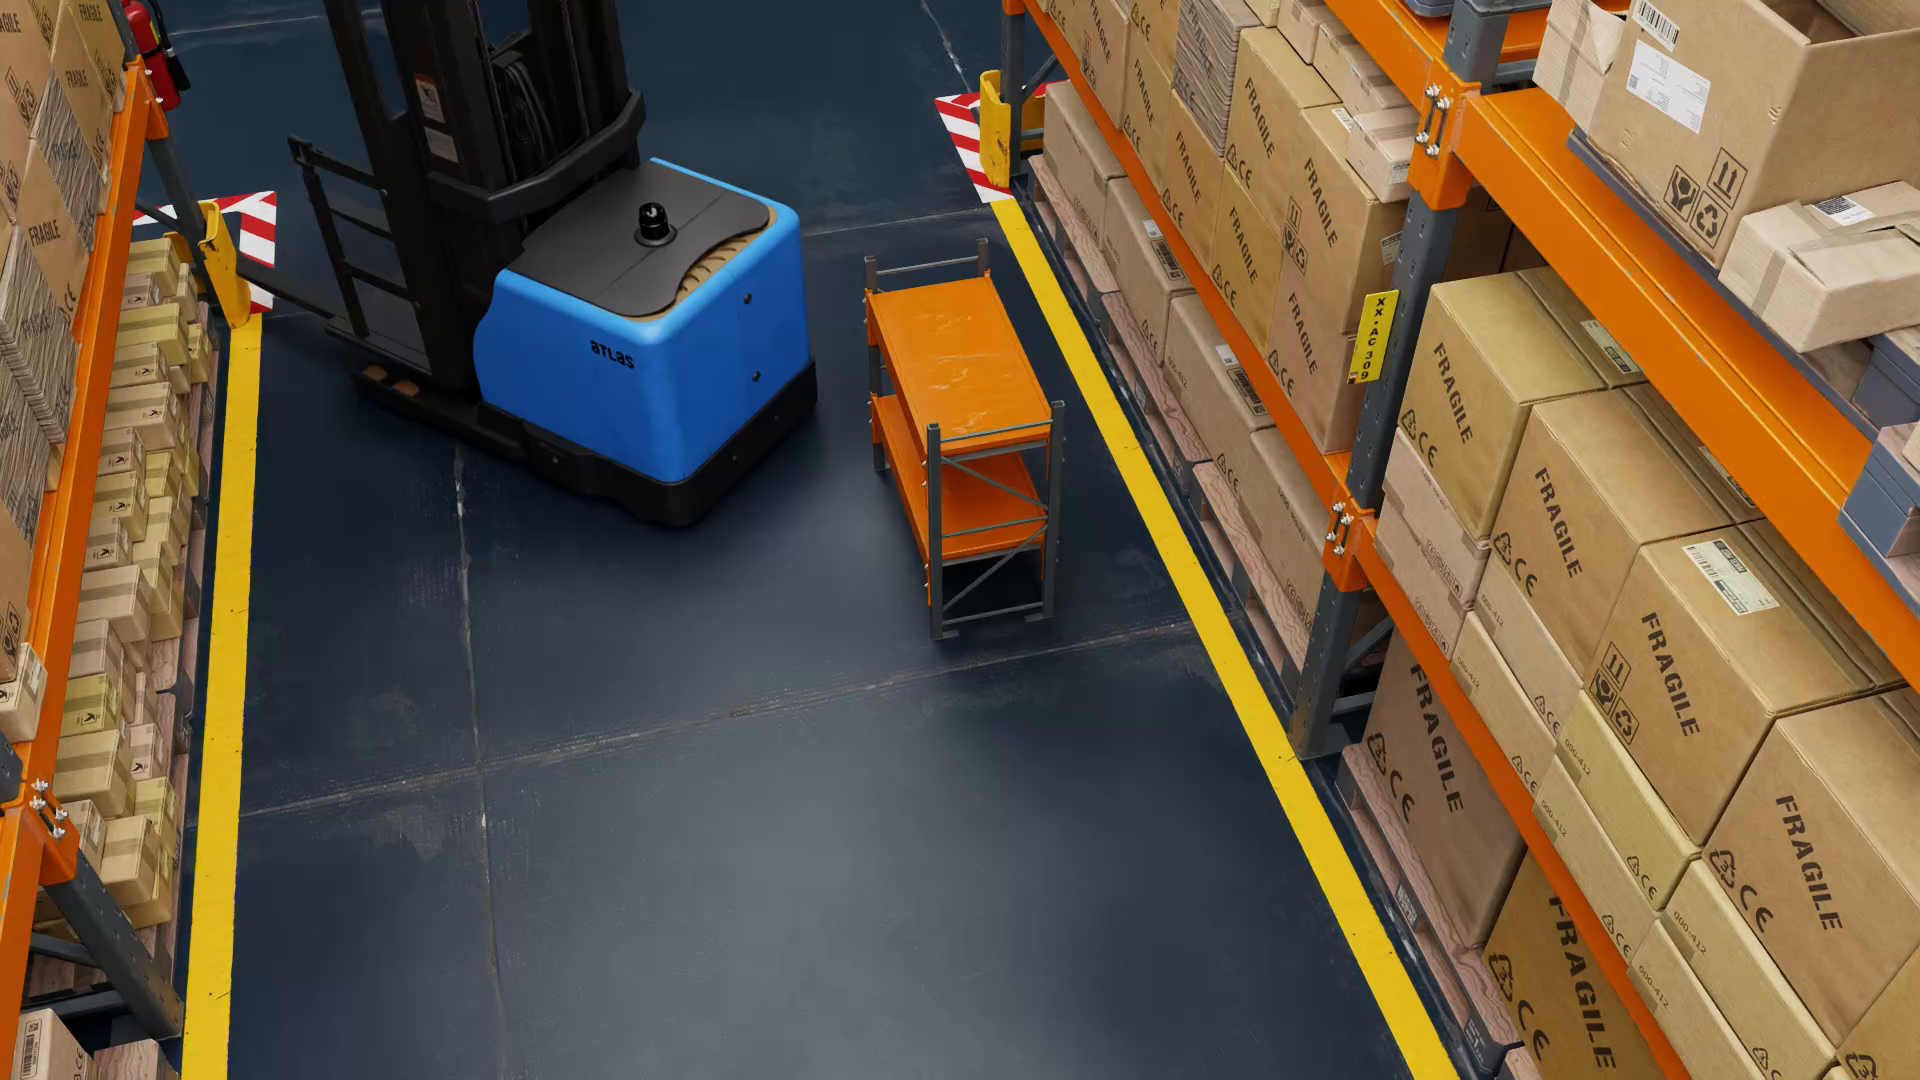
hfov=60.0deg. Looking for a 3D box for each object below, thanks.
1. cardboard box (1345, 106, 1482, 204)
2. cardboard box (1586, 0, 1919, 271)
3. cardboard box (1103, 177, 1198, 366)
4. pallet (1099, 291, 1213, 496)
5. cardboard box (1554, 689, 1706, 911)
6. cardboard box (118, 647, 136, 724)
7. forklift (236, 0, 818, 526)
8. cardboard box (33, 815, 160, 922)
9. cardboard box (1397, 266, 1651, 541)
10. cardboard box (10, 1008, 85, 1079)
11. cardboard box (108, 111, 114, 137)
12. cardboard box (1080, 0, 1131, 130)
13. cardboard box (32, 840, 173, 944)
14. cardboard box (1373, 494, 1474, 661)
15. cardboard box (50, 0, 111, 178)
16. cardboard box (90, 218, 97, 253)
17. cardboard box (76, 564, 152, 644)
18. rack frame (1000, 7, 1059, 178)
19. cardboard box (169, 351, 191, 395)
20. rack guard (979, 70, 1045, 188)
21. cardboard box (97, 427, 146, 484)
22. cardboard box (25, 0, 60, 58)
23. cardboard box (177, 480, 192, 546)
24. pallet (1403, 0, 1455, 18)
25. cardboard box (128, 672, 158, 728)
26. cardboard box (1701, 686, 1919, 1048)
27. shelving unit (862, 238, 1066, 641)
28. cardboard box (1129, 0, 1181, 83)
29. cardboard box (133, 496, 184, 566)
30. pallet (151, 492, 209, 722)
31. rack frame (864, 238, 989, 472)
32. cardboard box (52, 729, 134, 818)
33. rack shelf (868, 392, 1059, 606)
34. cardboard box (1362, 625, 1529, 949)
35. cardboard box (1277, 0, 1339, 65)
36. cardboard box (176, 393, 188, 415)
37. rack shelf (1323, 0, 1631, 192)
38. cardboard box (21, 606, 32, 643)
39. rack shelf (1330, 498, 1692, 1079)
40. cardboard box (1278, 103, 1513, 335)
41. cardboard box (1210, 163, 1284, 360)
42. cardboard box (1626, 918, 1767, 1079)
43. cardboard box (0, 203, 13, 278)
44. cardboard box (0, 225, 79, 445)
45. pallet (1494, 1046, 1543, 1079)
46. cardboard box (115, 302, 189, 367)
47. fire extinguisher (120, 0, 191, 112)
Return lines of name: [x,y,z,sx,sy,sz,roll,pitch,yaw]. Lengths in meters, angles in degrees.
cardboard box: [1.343,-1.122,4.776,0.380,0.149,0.250,-12,47,-11]
cardboard box: [1.675,-0.926,3.344,0.500,0.500,0.500,-11,47,-11]
cardboard box: [1.214,-1.300,7.674,0.875,0.438,0.875,-10,46,-9]
pallet: [1.295,-0.763,7.600,1.003,0.211,1.213,-11,47,-10]
cardboard box: [1.834,0.585,4.082,0.500,0.250,0.500,-10,46,-10]
cardboard box: [-3.128,0.550,5.855,0.380,0.149,0.250,-13,47,-12]
forklift: [-2.170,-1.887,6.798,3.031,2.935,1.130,24,50,21]
cardboard box: [-2.813,1.057,5.358,0.380,0.149,0.250,-9,46,-8]
cardboard box: [1.564,-0.384,4.507,0.500,0.500,0.500,-10,46,-10]
cardboard box: [-2.594,1.553,4.310,0.500,0.250,0.500,-12,47,-11]
cardboard box: [-3.669,-1.702,6.745,0.380,0.149,0.250,-11,47,-10]
cardboard box: [0.820,-2.070,6.859,0.500,0.500,0.500,-11,47,-11]
cardboard box: [-2.812,1.160,5.466,0.380,0.149,0.250,-13,47,-12]
cardboard box: [1.587,0.049,4.958,0.500,0.250,0.500,-12,47,-11]
cardboard box: [-3.563,-1.662,6.251,0.500,0.500,0.500,-11,47,-11]
cardboard box: [-3.464,-1.173,6.226,0.380,0.149,0.250,-13,47,-12]
cardboard box: [-3.118,0.253,5.938,0.380,0.149,0.250,-10,46,-9]
rack frame: [0.706,-3.117,7.955,1.000,3.000,0.127,-11,47,-10]
cardboard box: [-3.508,-0.725,7.105,0.380,0.149,0.250,-12,47,-12]
rack guard: [0.700,-2.259,8.864,1.175,0.500,0.348,-11,47,-10]
cardboard box: [-3.387,-0.273,6.454,0.380,0.149,0.250,-12,47,-12]
cardboard box: [-3.566,-2.011,5.893,0.500,0.500,0.500,-12,47,-12]
cardboard box: [-3.317,-0.084,6.685,0.380,0.149,0.250,-10,46,-10]
pallet: [1.530,-1.941,4.765,1.003,0.211,1.213,-11,47,-10]
cardboard box: [-3.107,0.648,5.967,0.380,0.149,0.250,-12,47,-11]
cardboard box: [1.986,0.664,3.479,0.500,0.500,0.500,-11,47,-11]
shelving unit: [-0.002,-0.398,6.604,0.538,1.125,1.048,-11,47,-10]
cardboard box: [0.960,-2.065,6.154,0.500,0.500,0.500,-11,47,-10]
cardboard box: [-3.218,-0.004,6.399,0.380,0.149,0.250,-10,46,-10]
pallet: [-3.552,0.294,6.565,1.003,0.211,1.213,-11,47,-10]
rack frame: [-0.132,-0.749,6.948,0.500,1.125,0.032,-11,47,-10]
cardboard box: [-2.931,0.785,5.417,0.380,0.149,0.250,-9,46,-8]
rack shelf: [-0.002,-0.227,6.778,0.538,0.278,1.000,-11,47,-10]
cardboard box: [1.966,0.655,5.453,0.875,0.875,0.875,-9,46,-9]
cardboard box: [1.244,-1.669,5.312,0.380,0.149,0.250,-11,47,-11]
cardboard box: [-3.569,-0.609,7.199,0.380,0.149,0.250,-11,47,-11]
rack shelf: [1.218,-2.534,5.788,1.077,0.370,4.000,-11,47,-10]
cardboard box: [-2.924,0.287,4.795,0.380,0.149,0.250,-9,46,-9]
rack shelf: [2.242,1.277,4.153,1.077,0.370,4.000,-11,47,-10]
cardboard box: [1.342,-1.016,5.126,0.500,0.500,0.500,-11,47,-11]
cardboard box: [1.227,-1.018,5.828,0.500,0.500,0.500,-12,47,-11]
cardboard box: [1.956,1.110,3.918,0.500,0.250,0.500,-11,47,-11]
cardboard box: [-3.156,-0.935,4.838,0.500,0.500,0.500,-10,46,-10]
cardboard box: [-3.140,-0.603,5.213,0.500,0.500,0.500,-12,47,-11]
pallet: [2.316,1.983,4.909,1.003,0.211,1.213,-11,47,-10]
cardboard box: [-3.475,-0.841,7.010,0.380,0.149,0.250,-12,47,-11]
fire extinguisher: [-3.672,-2.243,7.414,0.296,0.674,0.183,-11,47,-10]
